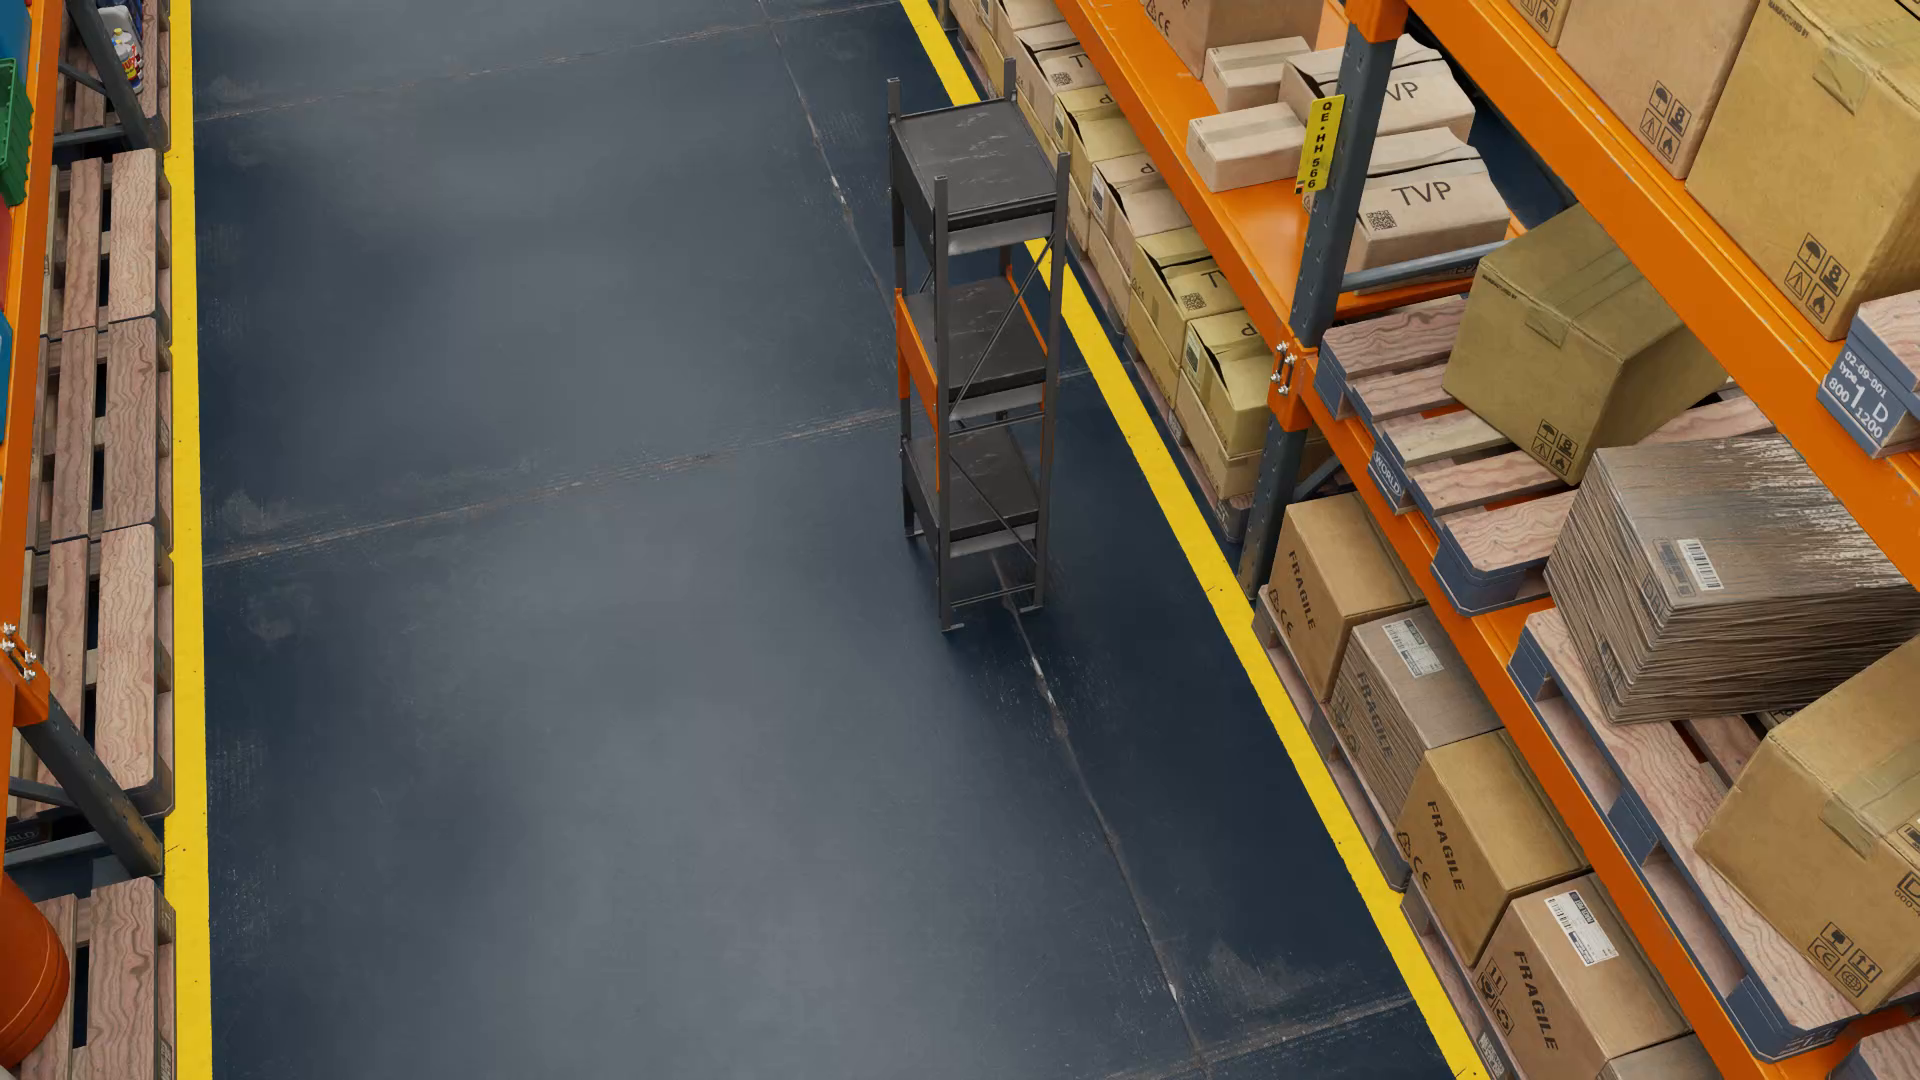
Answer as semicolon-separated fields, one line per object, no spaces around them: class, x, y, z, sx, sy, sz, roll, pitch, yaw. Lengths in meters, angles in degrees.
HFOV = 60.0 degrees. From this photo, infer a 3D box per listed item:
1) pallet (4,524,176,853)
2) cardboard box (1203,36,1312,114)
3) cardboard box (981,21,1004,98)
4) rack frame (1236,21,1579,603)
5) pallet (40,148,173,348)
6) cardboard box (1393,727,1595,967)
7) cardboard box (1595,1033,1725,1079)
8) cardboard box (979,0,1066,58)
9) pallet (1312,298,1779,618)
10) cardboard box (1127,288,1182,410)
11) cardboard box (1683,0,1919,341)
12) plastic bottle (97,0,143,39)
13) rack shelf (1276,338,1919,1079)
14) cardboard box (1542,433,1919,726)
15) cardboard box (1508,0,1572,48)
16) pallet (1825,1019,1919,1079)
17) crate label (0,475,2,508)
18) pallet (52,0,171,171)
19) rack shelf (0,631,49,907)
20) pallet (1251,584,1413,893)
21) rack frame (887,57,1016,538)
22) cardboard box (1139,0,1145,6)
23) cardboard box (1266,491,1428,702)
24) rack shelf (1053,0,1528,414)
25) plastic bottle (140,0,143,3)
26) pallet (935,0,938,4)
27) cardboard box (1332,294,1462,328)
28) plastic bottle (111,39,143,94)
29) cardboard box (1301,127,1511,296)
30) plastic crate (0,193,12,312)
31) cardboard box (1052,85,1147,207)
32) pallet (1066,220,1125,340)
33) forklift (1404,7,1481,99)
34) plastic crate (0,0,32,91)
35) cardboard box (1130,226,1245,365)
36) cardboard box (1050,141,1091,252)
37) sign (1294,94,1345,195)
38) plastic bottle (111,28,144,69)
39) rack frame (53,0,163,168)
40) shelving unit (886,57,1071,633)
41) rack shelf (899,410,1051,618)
pallet;-3.365;0.555;5.934;1.003;0.211;1.213;-13;51;-11
cardboard box;1.129;-1.724;6.196;0.380;0.149;0.250;-10;51;-8
cardboard box;0.410;-2.333;8.068;0.500;0.250;0.500;-12;51;-10
rack frame;1.560;-0.887;5.325;1.000;3.000;0.127;-13;51;-11
pallet;-4.086;-1.227;7.436;1.003;0.211;1.213;-13;51;-11
cardboard box;1.726;0.923;5.147;0.500;0.500;0.500;-14;51;-11
cardboard box;2.037;1.674;4.514;0.500;0.500;0.500;-13;51;-11
cardboard box;0.405;-2.513;7.853;0.500;0.311;0.500;-14;51;-11
pallet;1.828;-0.346;4.995;1.213;0.211;1.003;-13;51;-11
cardboard box;1.016;-0.841;6.810;0.500;0.250;0.500;-14;51;-11
cardboard box;2.026;-0.822;3.244;0.910;0.500;0.500;-13;51;-11
plastic bottle;-4.198;-2.662;8.267;0.144;0.351;0.185;-12;51;-10
rack shelf;2.152;0.806;4.369;1.077;0.370;4.000;-13;51;-11
cardboard box;1.942;0.091;4.161;0.700;0.500;0.500;-5;50;-4
cardboard box;1.722;-1.575;3.878;0.910;0.500;0.500;-13;51;-11
pallet;2.611;1.488;3.449;1.003;0.211;1.213;-13;51;-11
crate label;-2.939;-0.108;4.778;0.303;0.233;0.416;-13;51;-11
pallet;-4.514;-2.292;8.334;1.003;0.211;1.213;-13;51;-11
rack shelf;-2.581;1.923;3.427;1.077;0.370;4.000;-13;51;-11
pallet;1.745;0.566;5.925;1.003;0.211;1.213;-13;51;-11
rack frame;-0.023;-0.734;5.785;0.400;2.100;0.015;-13;51;-11
cardboard box;0.893;-2.525;6.641;0.500;0.500;0.500;-13;51;-11
cardboard box;1.422;0.174;5.778;0.500;0.500;0.500;-11;51;-9
rack shelf;0.969;-2.116;6.832;1.077;0.370;4.000;-13;51;-11
plastic bottle;-4.263;-2.908;8.519;0.061;0.283;0.133;-11;51;-9
pallet;0.182;-3.500;9.352;1.003;0.211;1.213;-13;51;-11
cardboard box;1.686;-0.765;6.380;0.500;0.311;0.500;-12;51;-10
plastic bottle;-4.031;-2.285;8.001;0.097;0.271;0.097;0;50;0
cardboard box;1.495;-1.133;5.592;0.500;0.311;0.500;-10;51;-9
plastic crate;-3.358;-1.039;5.412;0.402;0.464;0.583;-13;51;-11
cardboard box;0.718;-1.757;7.216;0.500;0.311;0.500;-12;51;-10
pallet;0.997;-1.487;7.656;1.003;0.211;1.213;-13;51;-11
forklift;2.912;-3.561;7.625;1.130;2.935;3.031;-20;53;-16
plastic crate;-3.732;-1.950;6.232;0.392;0.384;0.575;-13;51;-11
cardboard box;1.010;-1.021;6.596;0.500;0.311;0.500;-14;51;-12
cardboard box;0.715;-1.584;7.436;0.500;0.250;0.500;-12;51;-10
sign;1.031;-1.132;4.775;0.100;0.325;0.005;-13;51;-11
plastic bottle;-4.091;-2.411;8.153;0.097;0.201;0.097;0;50;0
rack frame;-4.355;-2.691;6.846;1.000;3.000;0.127;-13;51;-11
shelving unit;0.049;-0.556;5.635;0.431;2.100;0.503;-13;51;-11
rack shelf;0.049;-0.096;6.181;0.431;0.518;0.480;-13;51;-11
